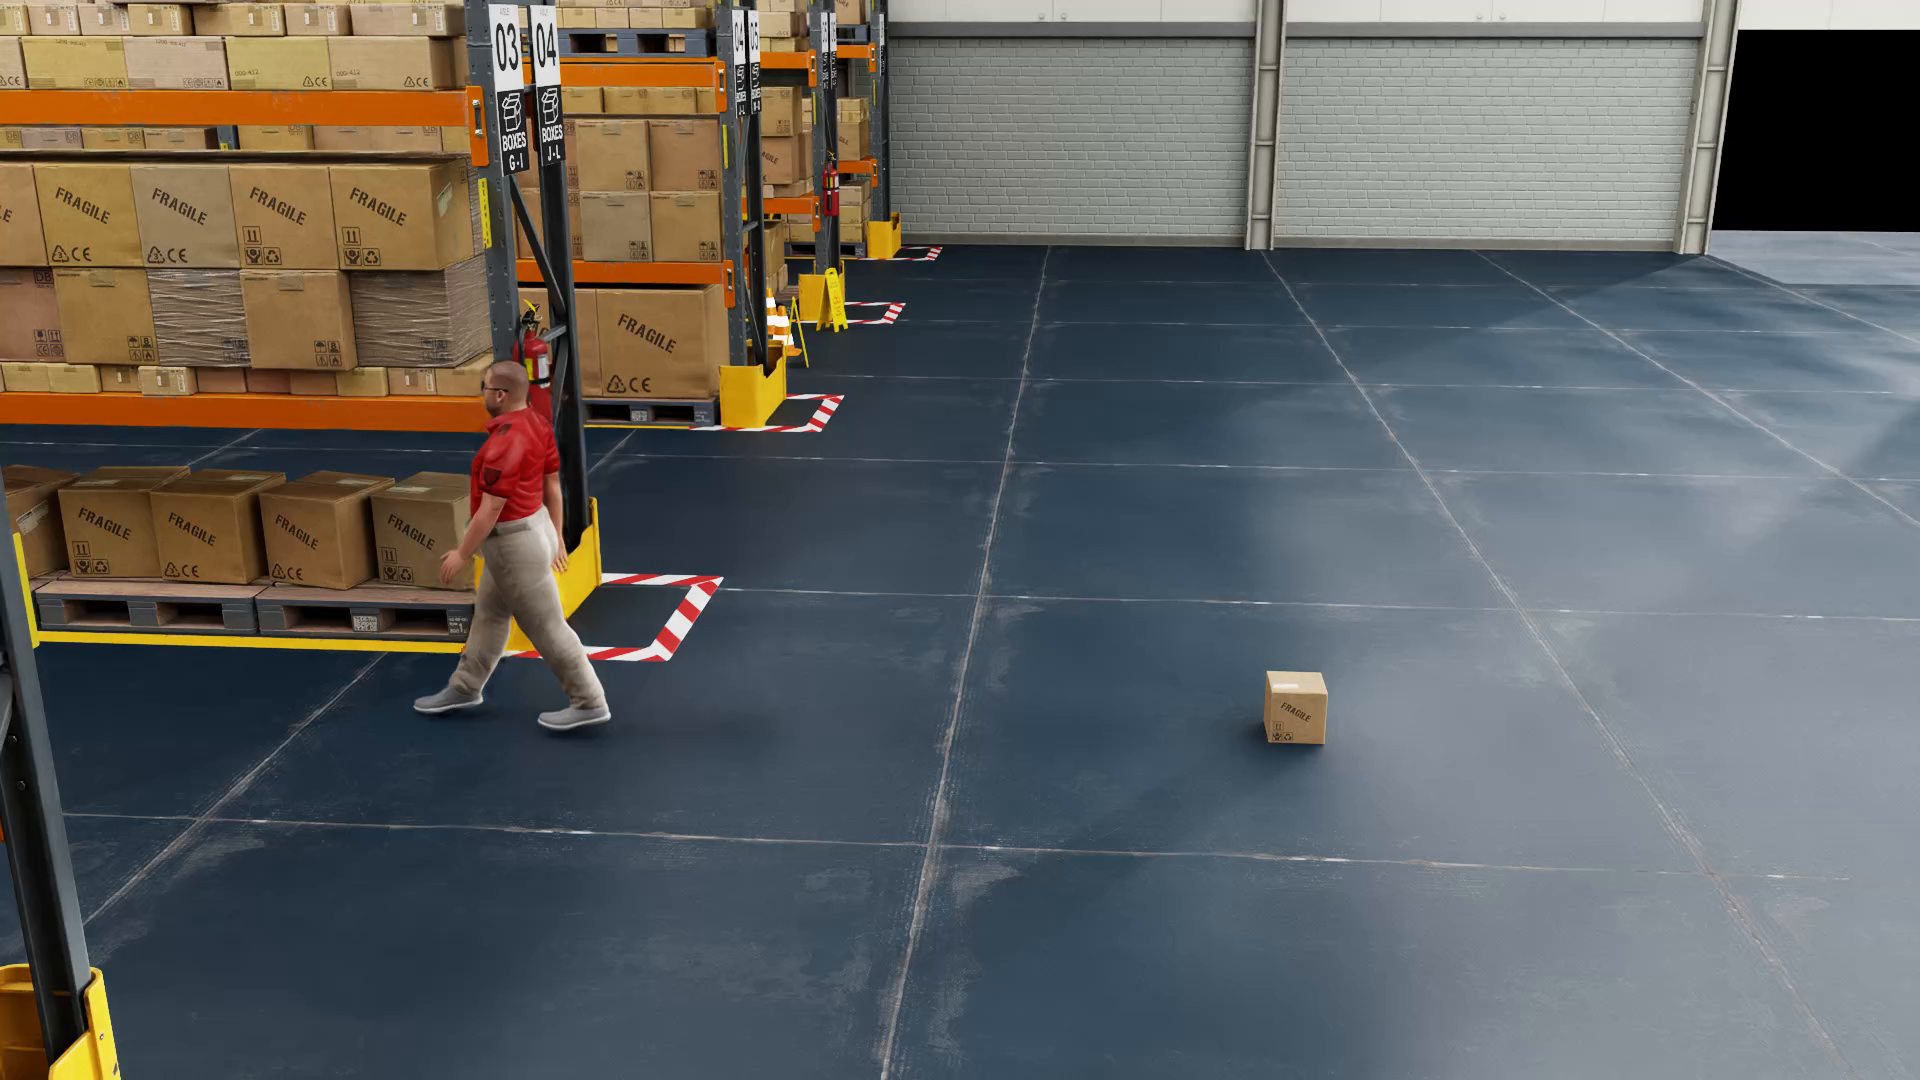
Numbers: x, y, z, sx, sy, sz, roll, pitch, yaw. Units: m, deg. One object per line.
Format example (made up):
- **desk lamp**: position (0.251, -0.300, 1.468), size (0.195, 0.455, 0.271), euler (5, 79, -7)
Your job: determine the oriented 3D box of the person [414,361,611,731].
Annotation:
- **person**: position (-2.082, 0.034, 7.422), size (0.962, 1.685, 0.547), euler (0, 17, 1)
